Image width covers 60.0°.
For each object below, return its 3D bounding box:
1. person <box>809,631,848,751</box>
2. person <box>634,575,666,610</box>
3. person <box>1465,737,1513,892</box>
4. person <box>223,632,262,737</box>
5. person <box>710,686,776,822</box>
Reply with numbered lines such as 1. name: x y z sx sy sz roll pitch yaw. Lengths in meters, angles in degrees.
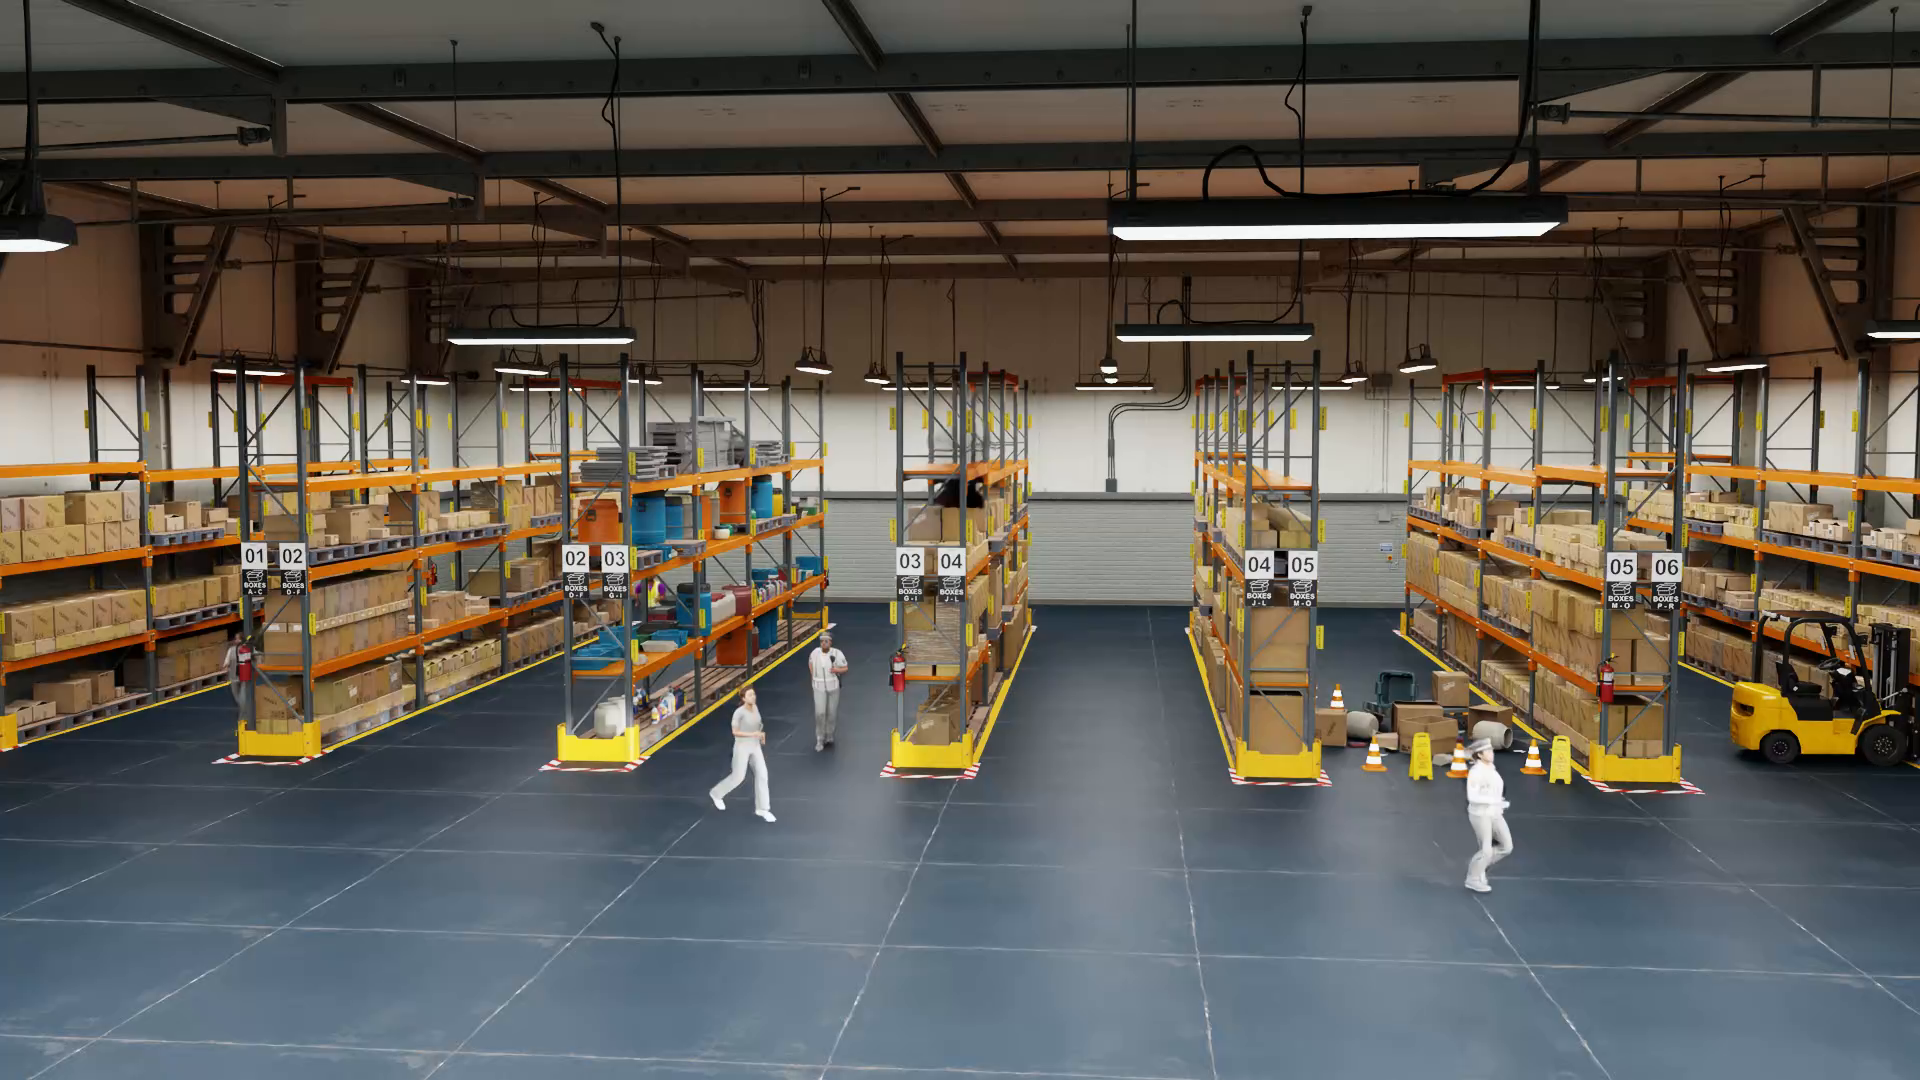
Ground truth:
1. person: -2.028 2.319 25.597 0.626 1.863 0.785 0 4 -1
2. person: -6.888 1.504 36.966 0.689 1.722 0.596 -1 4 -11
3. person: 5.628 2.911 17.615 0.602 1.655 0.554 -4 6 -43
4. person: -11.556 2.291 26.753 0.523 1.630 0.709 0 4 0
5. person: -2.724 2.673 21.030 0.968 1.684 0.577 3 5 37
